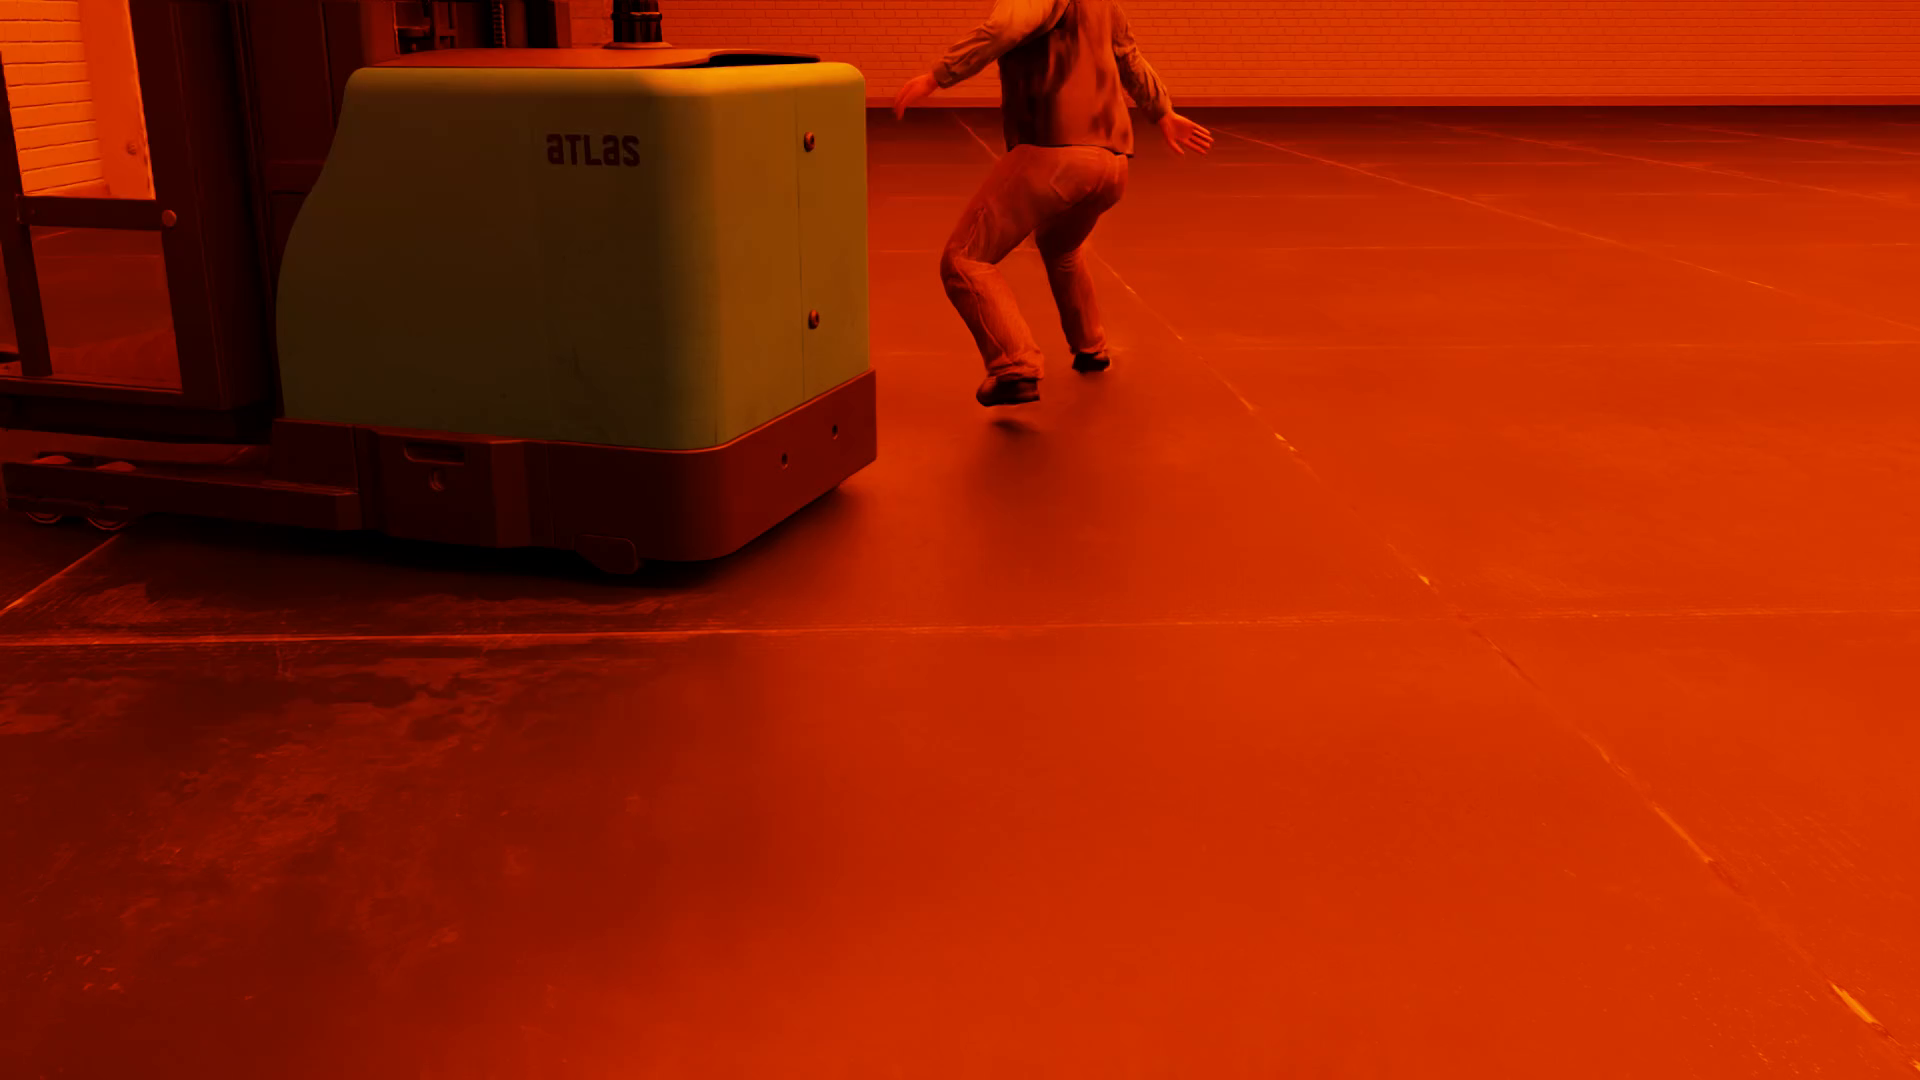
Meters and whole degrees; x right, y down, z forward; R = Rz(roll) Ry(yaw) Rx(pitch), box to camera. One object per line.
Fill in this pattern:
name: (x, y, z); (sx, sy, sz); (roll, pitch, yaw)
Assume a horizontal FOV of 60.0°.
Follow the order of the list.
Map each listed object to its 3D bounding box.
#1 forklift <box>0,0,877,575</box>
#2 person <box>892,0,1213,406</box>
forklift: (-1.793, -1.562, 4.014); (3.031, 2.935, 1.130); (5, 18, 17)
person: (0.306, -1.170, 5.274); (0.558, 1.679, 1.068); (12, 21, 34)
